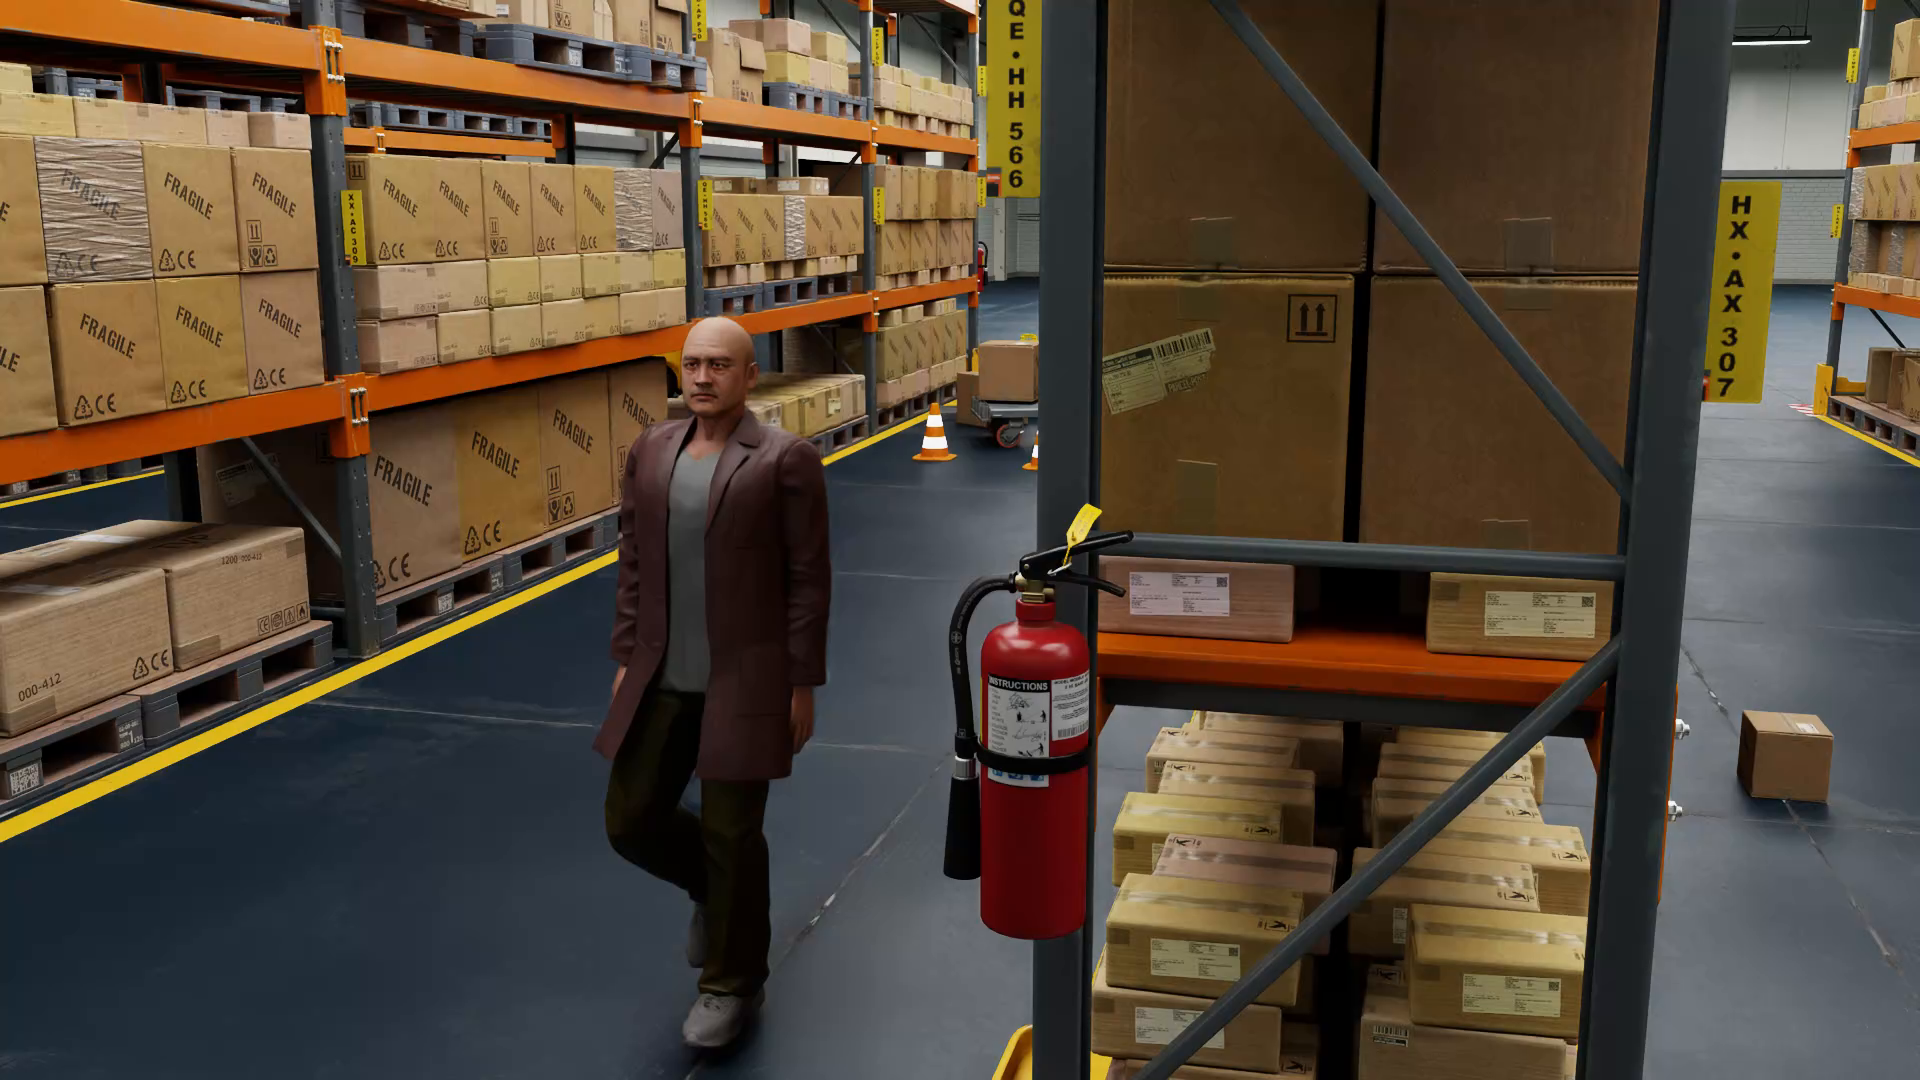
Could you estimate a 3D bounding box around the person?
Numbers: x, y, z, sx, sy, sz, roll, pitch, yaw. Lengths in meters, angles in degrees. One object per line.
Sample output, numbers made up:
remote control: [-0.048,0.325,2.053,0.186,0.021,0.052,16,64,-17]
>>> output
person: [-0.607,0.334,4.153,0.600,1.770,0.601,4,12,18]
